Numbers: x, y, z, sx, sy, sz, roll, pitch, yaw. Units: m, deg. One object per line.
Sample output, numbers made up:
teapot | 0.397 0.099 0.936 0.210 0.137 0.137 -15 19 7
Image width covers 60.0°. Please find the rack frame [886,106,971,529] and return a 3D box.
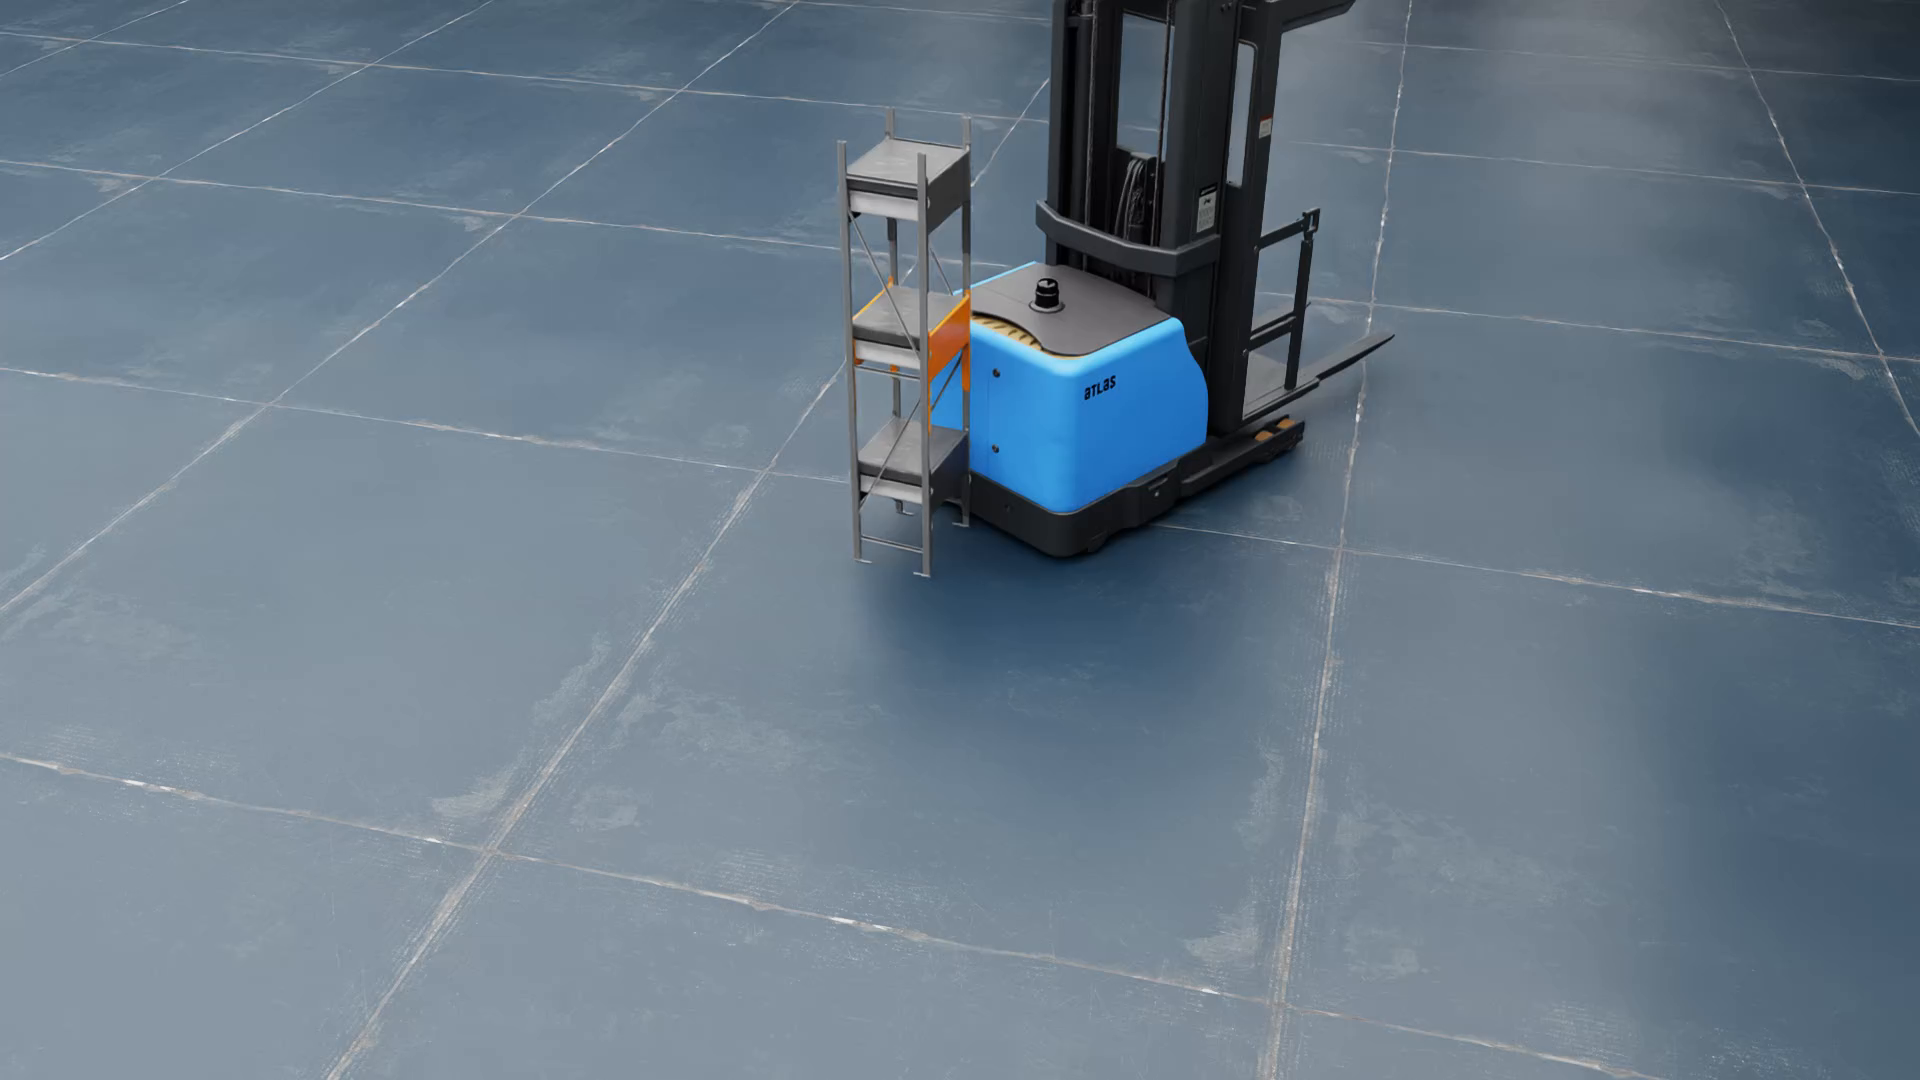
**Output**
rack frame | -0.140 -0.986 7.844 0.400 2.100 0.015 13 35 19

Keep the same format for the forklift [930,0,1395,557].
forklift | 1.225 -1.834 8.404 3.031 2.935 1.130 -27 41 -35

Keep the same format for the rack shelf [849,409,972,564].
rack shelf | -0.233 -0.263 8.036 0.431 0.518 0.480 13 35 19

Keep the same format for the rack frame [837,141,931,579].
rack frame | -0.327 -0.744 7.463 0.400 2.100 0.015 13 35 19

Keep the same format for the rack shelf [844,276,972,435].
rack shelf | -0.233 -0.853 7.661 0.431 0.518 0.480 13 35 19

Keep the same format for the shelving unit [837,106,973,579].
shelving unit | -0.233 -0.865 7.653 0.431 2.100 0.503 13 35 19

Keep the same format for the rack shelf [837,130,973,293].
rack shelf | -0.233 -1.444 7.285 0.431 0.518 0.480 13 35 19
